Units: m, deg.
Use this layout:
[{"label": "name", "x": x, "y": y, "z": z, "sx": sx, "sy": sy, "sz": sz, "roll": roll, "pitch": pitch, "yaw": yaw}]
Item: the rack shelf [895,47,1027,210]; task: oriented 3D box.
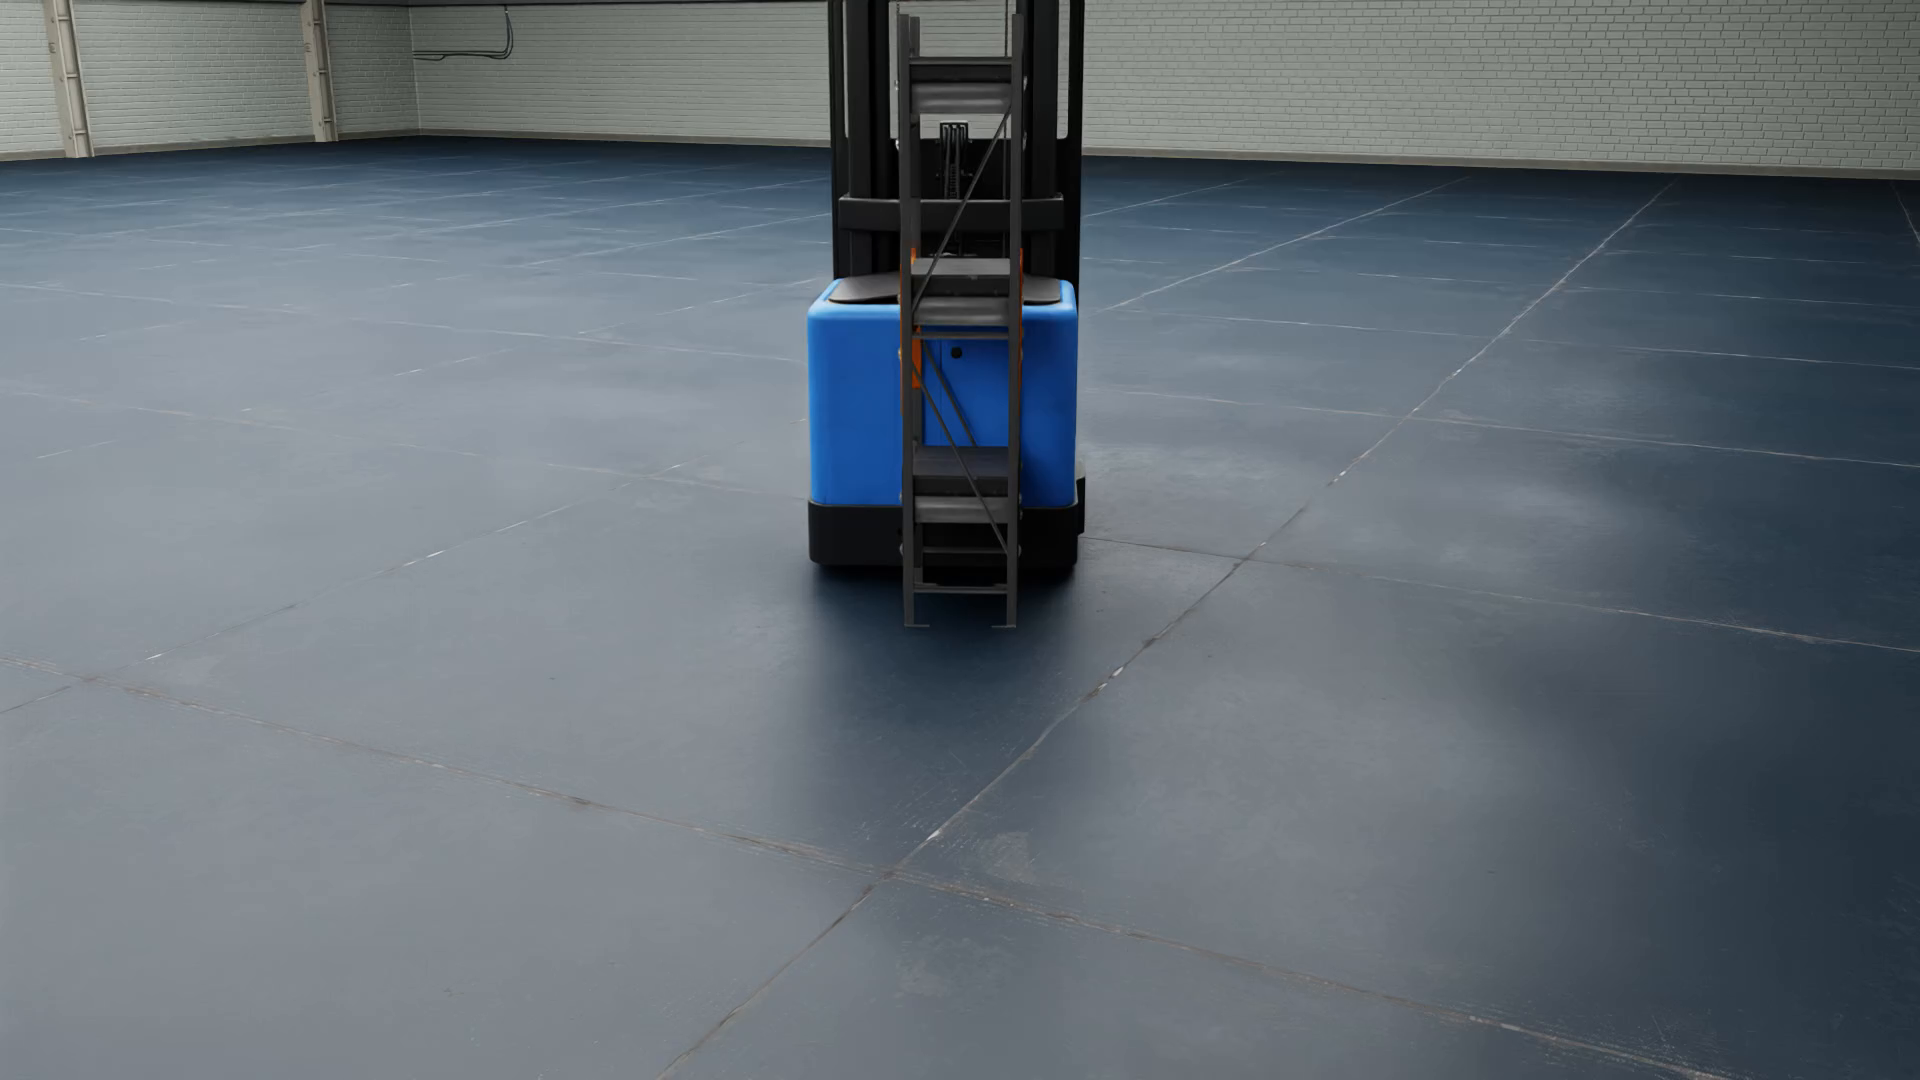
[{"label": "rack shelf", "x": 0.012, "y": -1.417, "z": 5.696, "sx": 0.431, "sy": 0.518, "sz": 0.480, "roll": 1, "pitch": 17, "yaw": 2}]

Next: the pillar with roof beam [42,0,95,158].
[{"label": "pillar with roof beam", "x": -12.722, "y": -10.982, "z": 28.195, "sx": 9.100, "sy": 9.000, "sz": 0.400, "roll": 8, "pitch": 18, "yaw": 25}]

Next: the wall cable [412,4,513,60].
[{"label": "wall cable", "x": -11.393, "y": -12.152, "z": 37.586, "sx": 3.097, "sy": 2.526, "sz": 0.112, "roll": 8, "pitch": 18, "yaw": 25}]

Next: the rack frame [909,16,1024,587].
[{"label": "rack frame", "x": 0.023, "y": -0.828, "z": 6.125, "sx": 0.400, "sy": 2.100, "sz": 0.015, "roll": 1, "pitch": 17, "yaw": 2}]

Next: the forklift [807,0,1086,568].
[{"label": "forklift", "x": -0.005, "y": -1.663, "z": 7.476, "sx": 1.130, "sy": 2.935, "sz": 3.031, "roll": 1, "pitch": 17, "yaw": 2}]

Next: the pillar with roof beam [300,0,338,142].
[{"label": "pillar with roof beam", "x": -10.041, "y": -12.511, "z": 33.340, "sx": 9.100, "sy": 9.000, "sz": 0.400, "roll": 8, "pitch": 18, "yaw": 25}]

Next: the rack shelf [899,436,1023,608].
[{"label": "rack shelf", "x": 0.012, "y": -0.075, "z": 6.095, "sx": 0.431, "sy": 0.518, "sz": 0.480, "roll": 1, "pitch": 17, "yaw": 2}]

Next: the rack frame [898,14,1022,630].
[{"label": "rack frame", "x": 0.001, "y": -0.689, "z": 5.658, "sx": 0.400, "sy": 2.100, "sz": 0.015, "roll": 1, "pitch": 17, "yaw": 2}]

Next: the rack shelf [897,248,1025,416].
[{"label": "rack shelf", "x": 0.012, "y": -0.746, "z": 5.895, "sx": 0.431, "sy": 0.518, "sz": 0.480, "roll": 1, "pitch": 17, "yaw": 2}]

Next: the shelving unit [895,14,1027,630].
[{"label": "shelving unit", "x": 0.012, "y": -0.759, "z": 5.891, "sx": 0.431, "sy": 2.100, "sz": 0.503, "roll": 1, "pitch": 17, "yaw": 2}]
